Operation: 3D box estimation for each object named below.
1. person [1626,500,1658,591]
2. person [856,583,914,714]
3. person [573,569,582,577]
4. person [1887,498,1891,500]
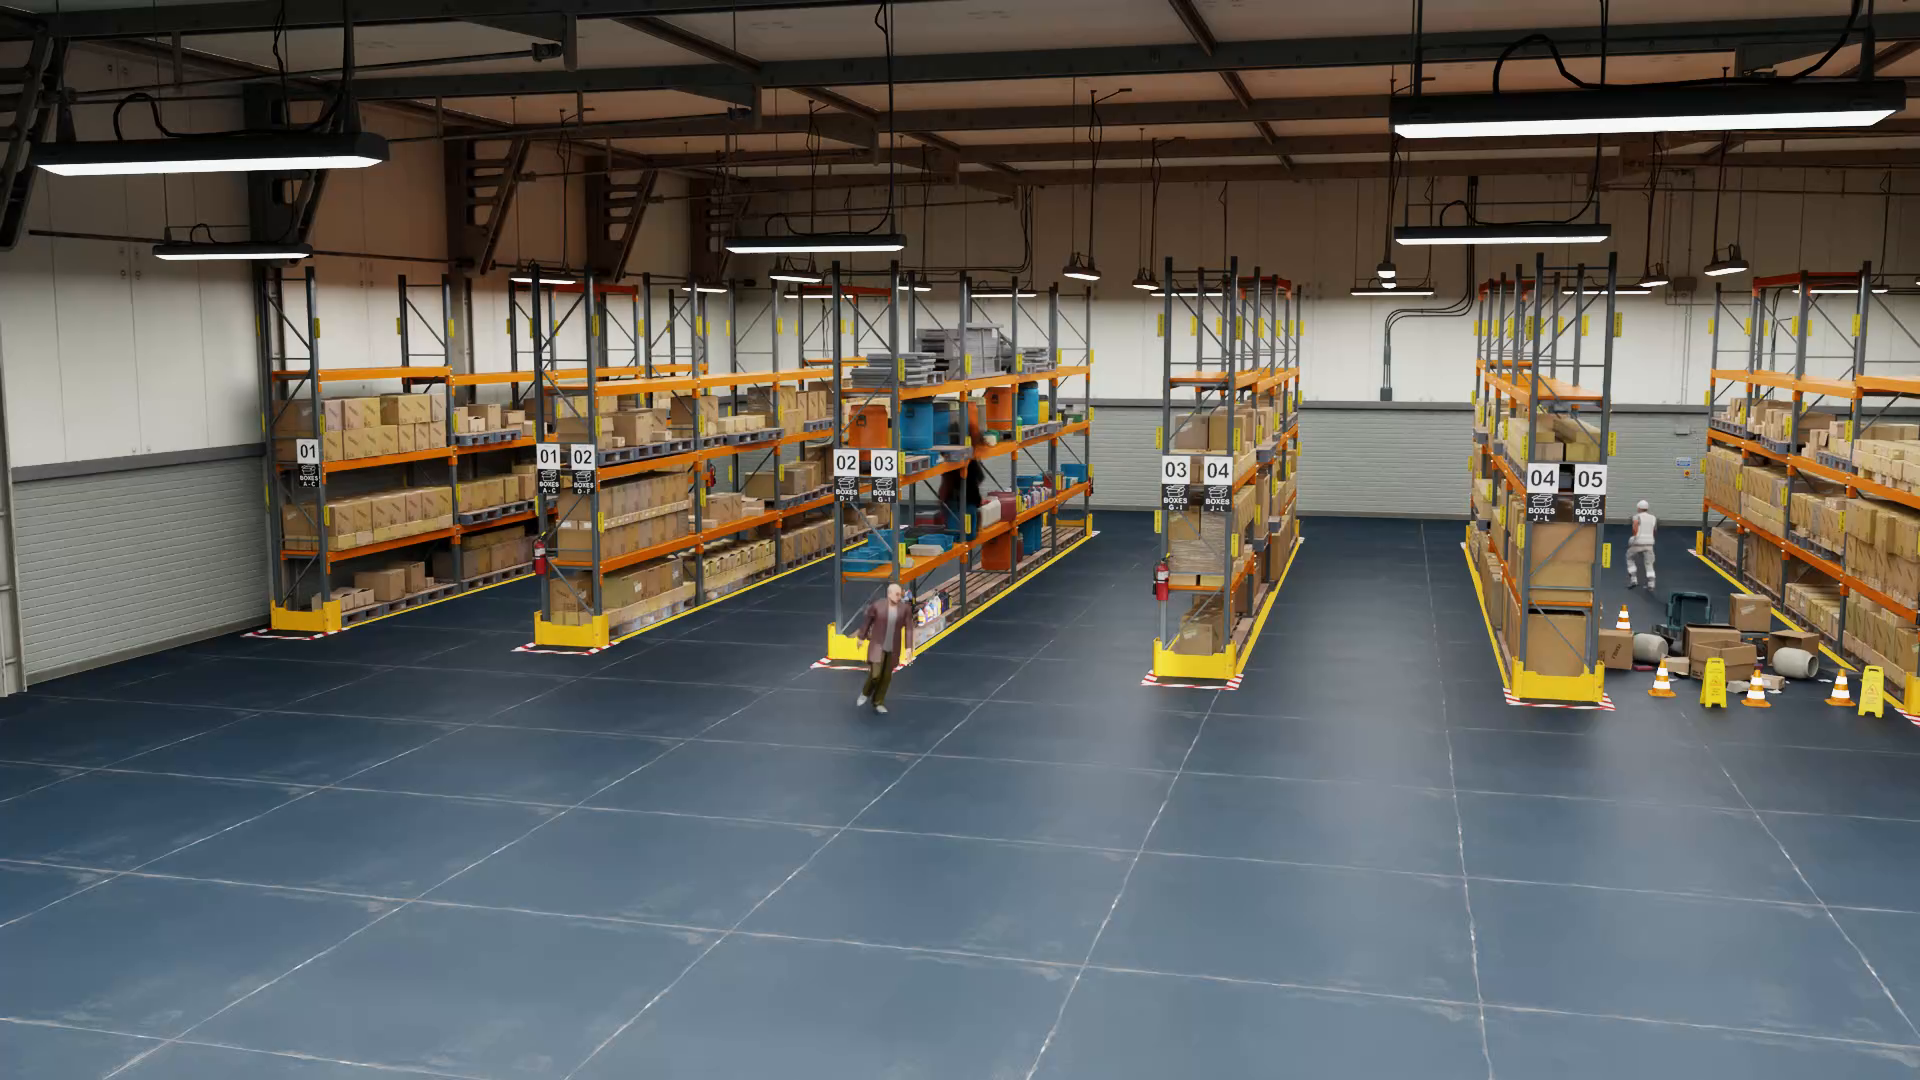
[{"bbox_3d":[13.017,0.114,31.701,0.619,1.723,0.973,0,7,2],"label":"person"},{"bbox_3d":[-0.991,1.411,21.671,0.720,1.746,0.594,-3,8,-20],"label":"person"},{"bbox_3d":[-6.930,0.348,30.559,0.595,1.581,0.795,-1,7,-4],"label":"person"},{"bbox_3d":[18.967,-0.062,33.741,0.568,1.615,0.807,-2,8,-18],"label":"person"}]
